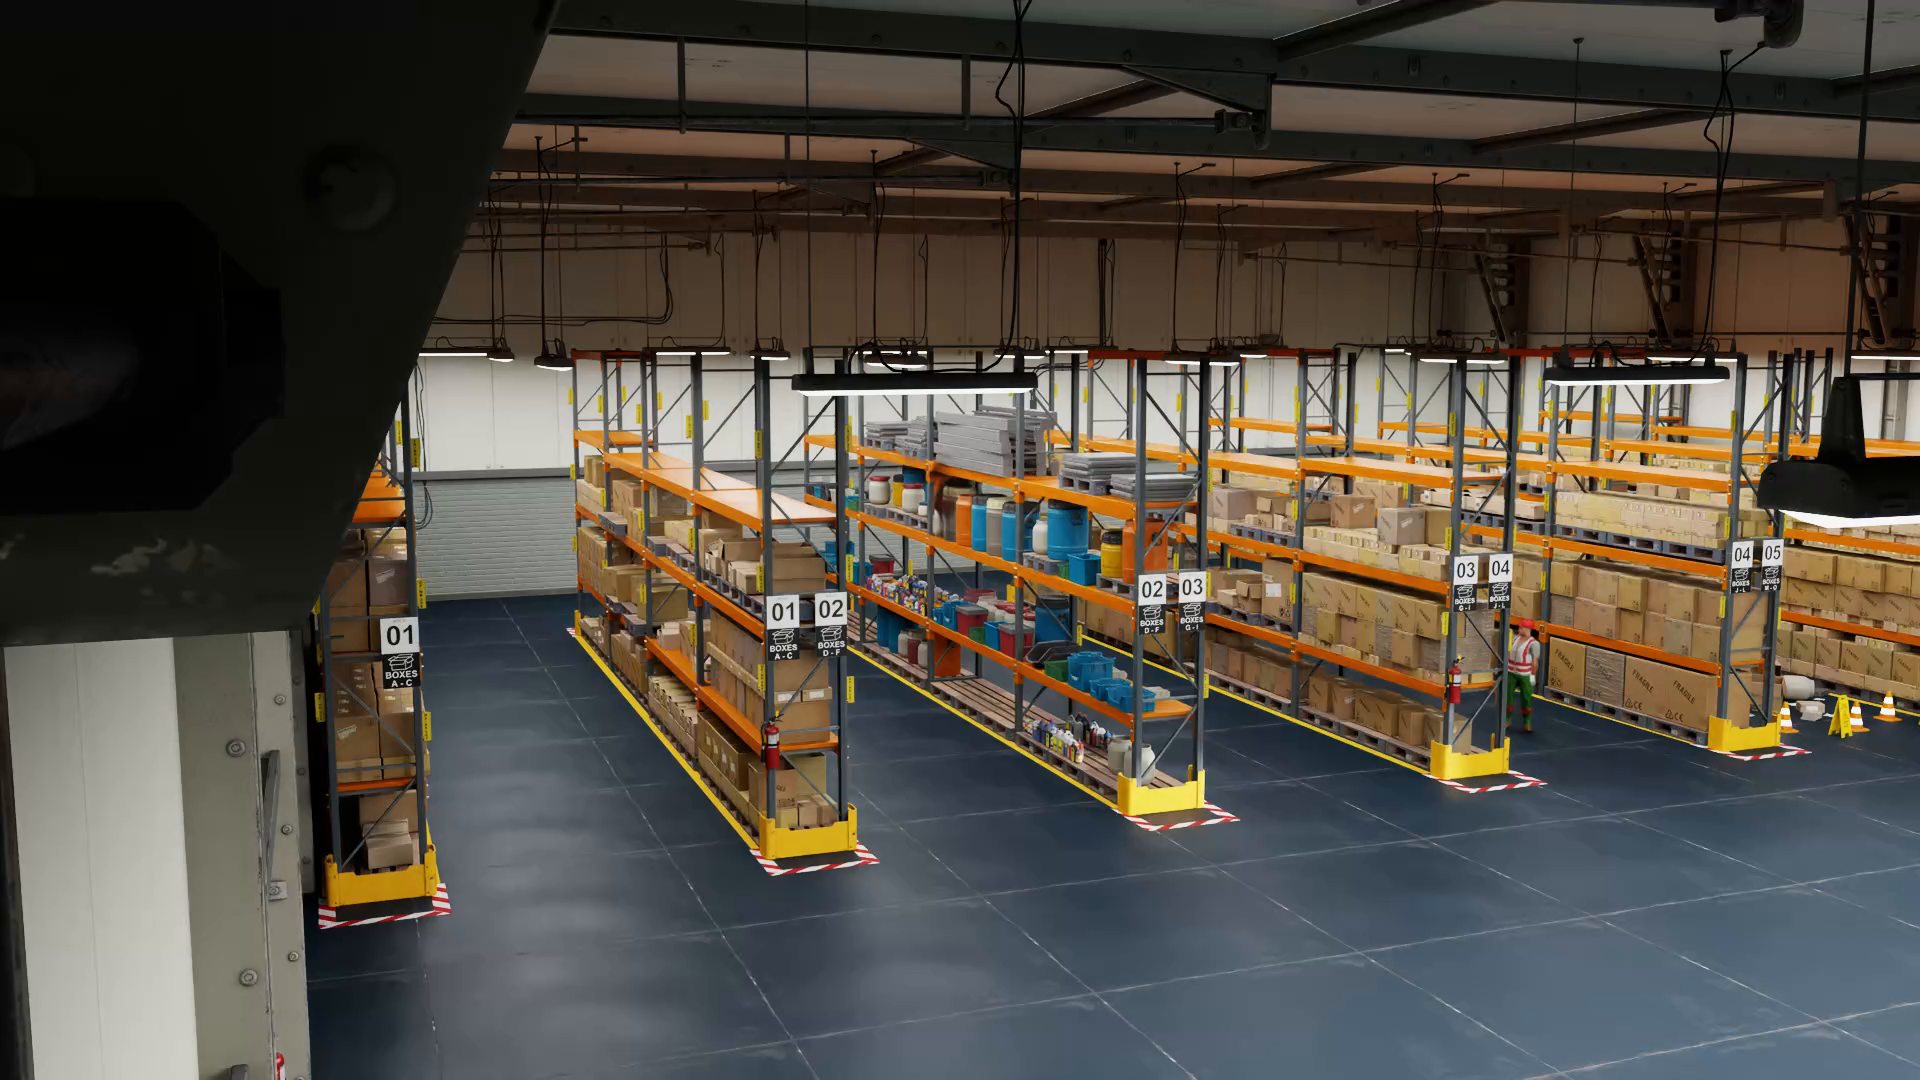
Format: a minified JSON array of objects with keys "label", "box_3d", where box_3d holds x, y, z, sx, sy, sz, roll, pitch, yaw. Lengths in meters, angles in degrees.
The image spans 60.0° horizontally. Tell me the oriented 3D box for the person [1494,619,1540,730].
[{"label":"person","box_3d":[8.868,2.143,26.533,0.743,1.811,0.435,7,10,44]}]
